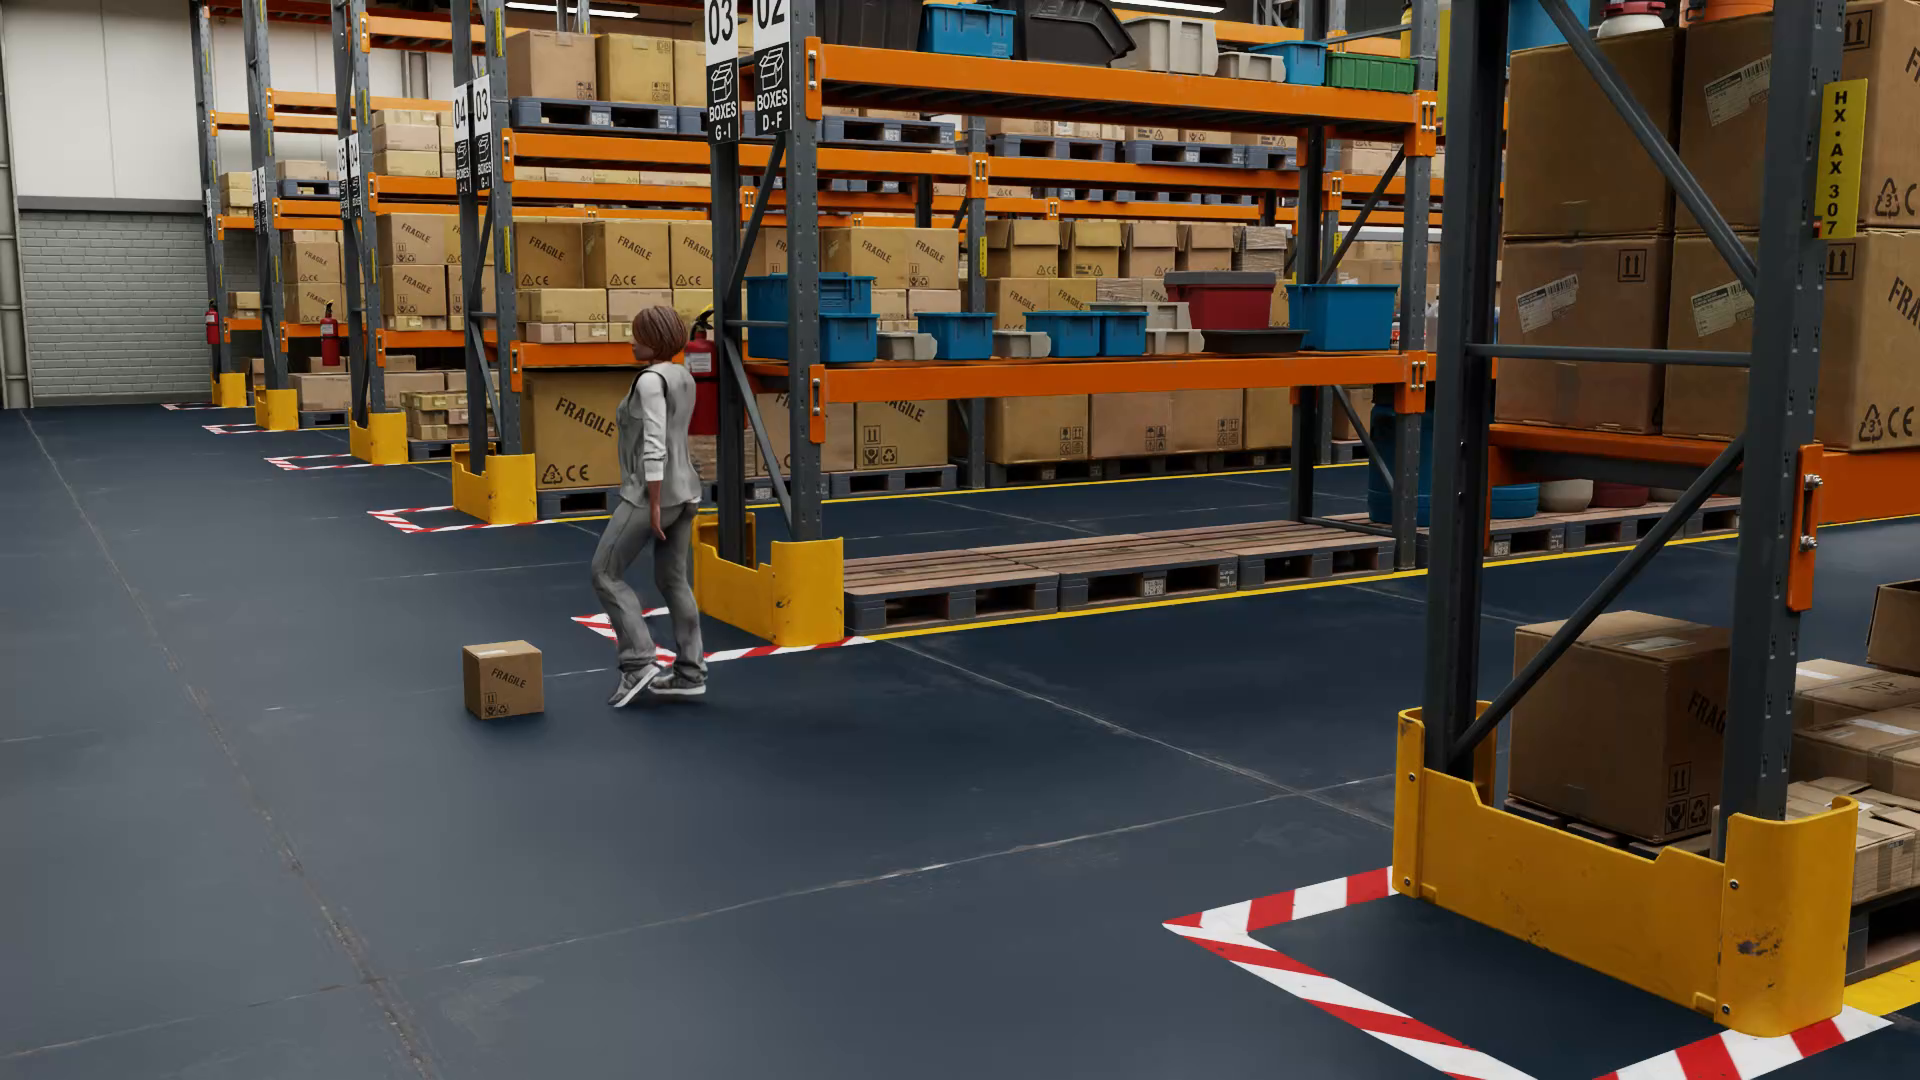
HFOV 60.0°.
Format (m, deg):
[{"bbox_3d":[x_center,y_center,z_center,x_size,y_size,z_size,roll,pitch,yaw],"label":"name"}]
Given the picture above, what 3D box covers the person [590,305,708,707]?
[{"bbox_3d":[-1.244,-0.121,6.723,0.451,1.639,0.432,3,9,20],"label":"person"}]
